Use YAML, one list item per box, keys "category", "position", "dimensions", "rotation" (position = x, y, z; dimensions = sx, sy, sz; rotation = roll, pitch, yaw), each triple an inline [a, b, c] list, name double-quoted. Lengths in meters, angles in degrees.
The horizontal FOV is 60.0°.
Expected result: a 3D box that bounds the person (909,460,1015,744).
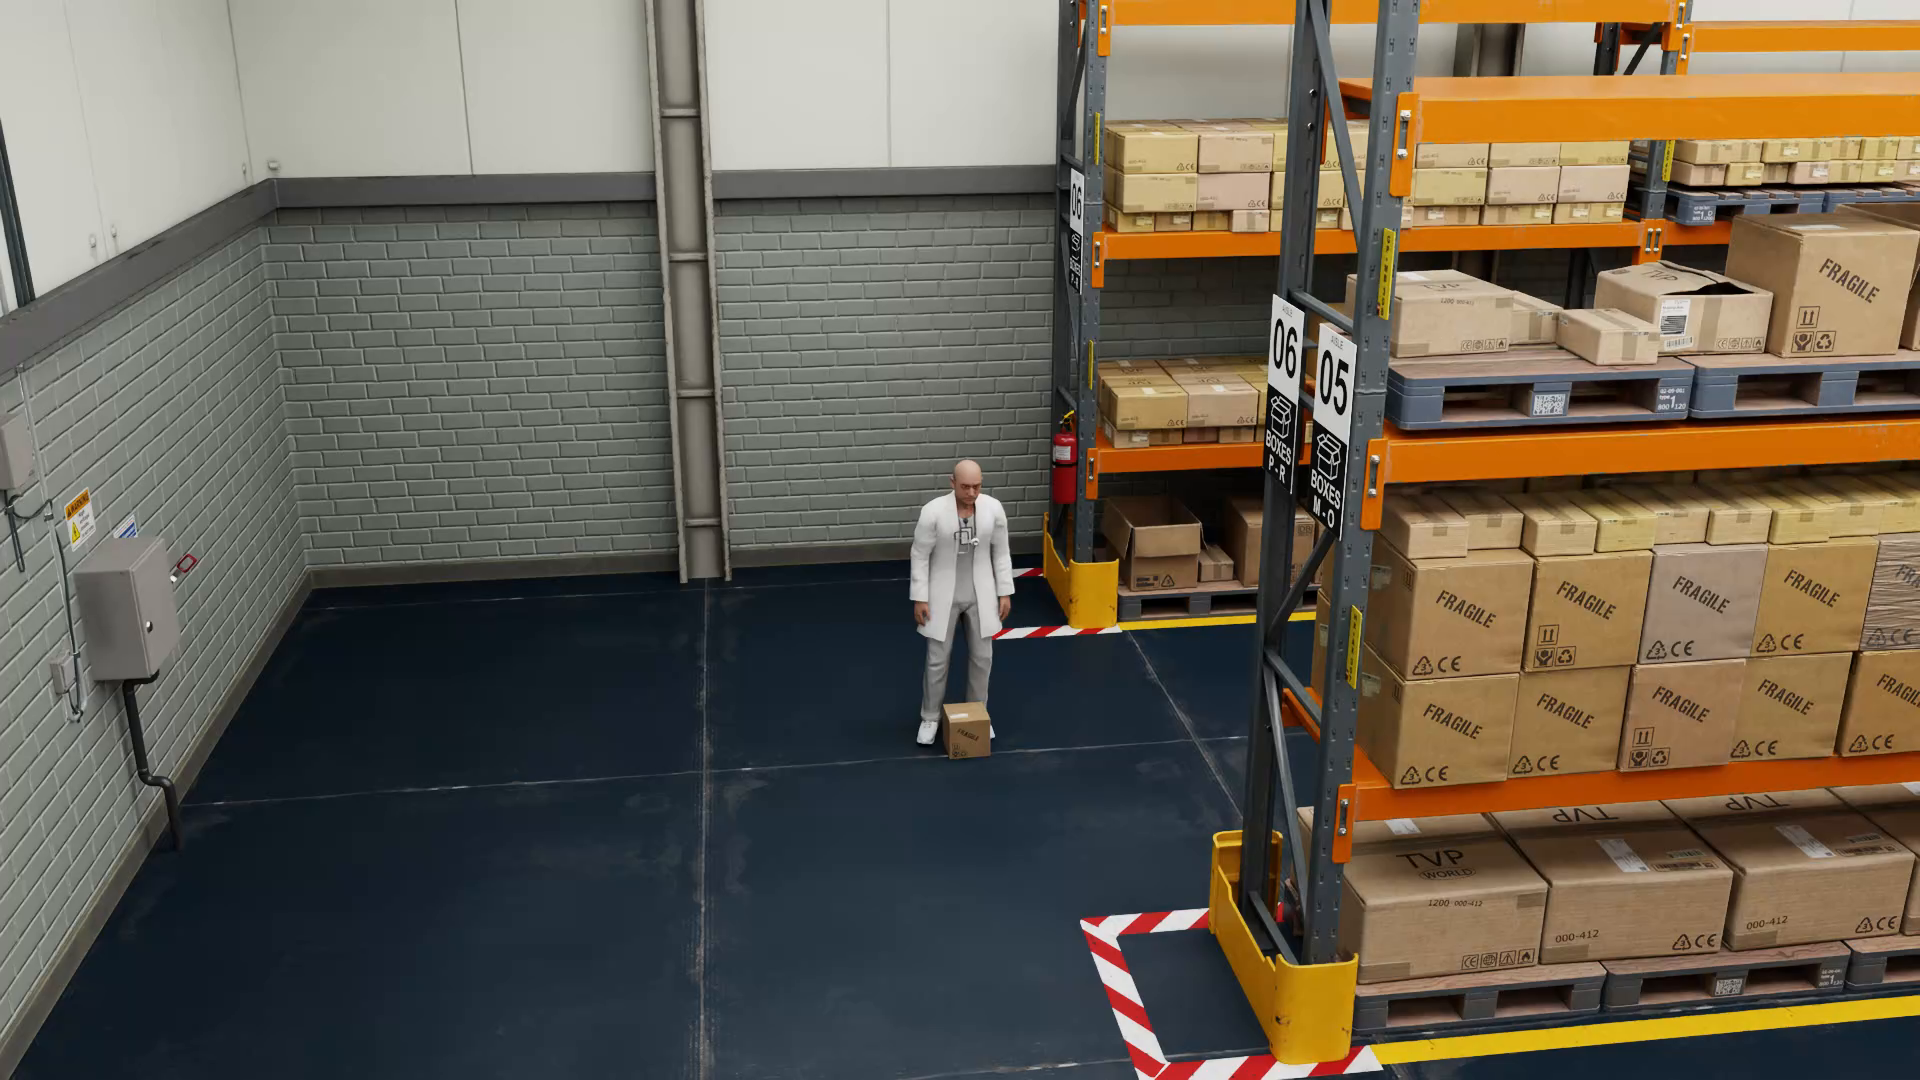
- category: "person"
  position: [0.014, 0.354, 10.099]
  dimensions: [0.653, 1.769, 0.423]
  rotation: [-4, 20, -11]
